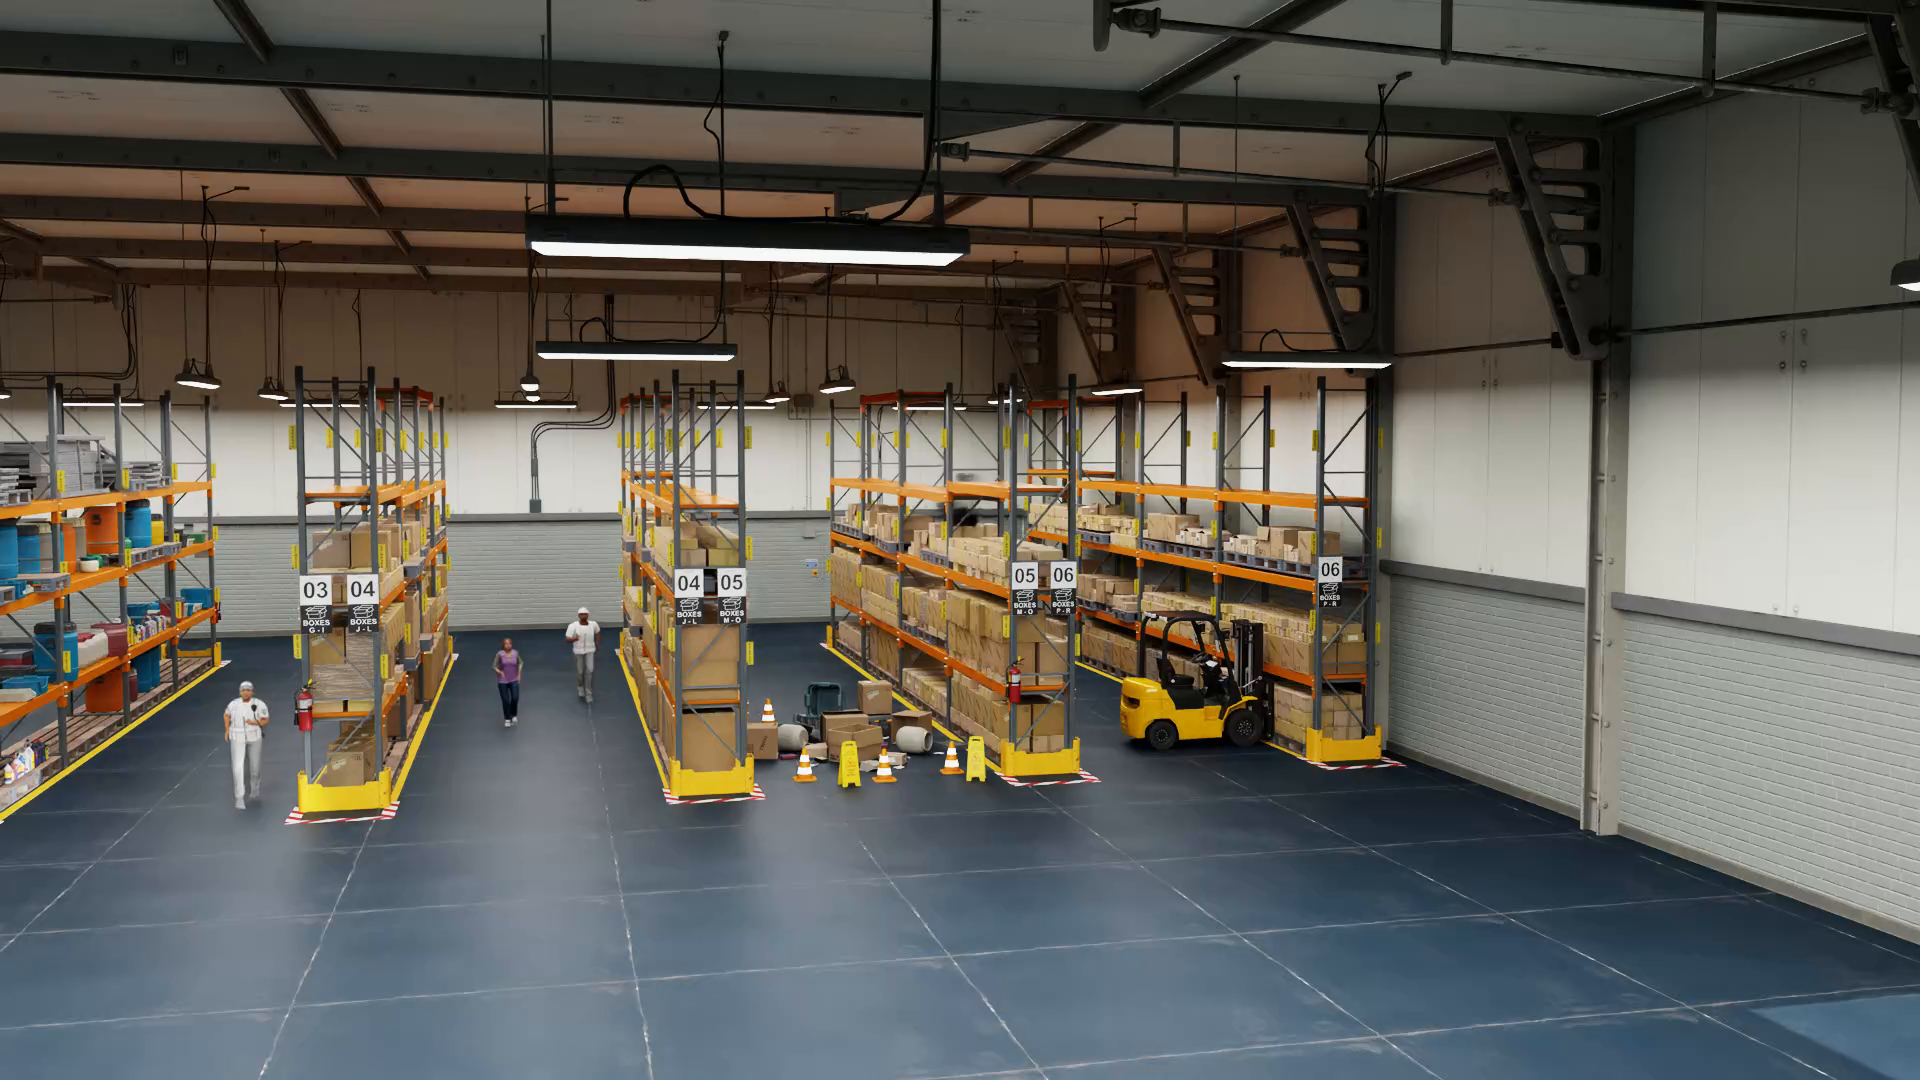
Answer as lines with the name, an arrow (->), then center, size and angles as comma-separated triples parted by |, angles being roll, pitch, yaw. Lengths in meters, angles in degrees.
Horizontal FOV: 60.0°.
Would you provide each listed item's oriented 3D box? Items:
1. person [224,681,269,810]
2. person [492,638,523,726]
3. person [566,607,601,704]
person -> -9.825, 2.803, 22.915 | 0.580, 1.728, 0.750 | -1, 4, -22
person -> -7.868, 2.487, 28.961 | 0.541, 1.554, 0.604 | -1, 4, -21
person -> -7.238, 2.193, 32.005 | 0.682, 1.810, 0.815 | -1, 4, -16
